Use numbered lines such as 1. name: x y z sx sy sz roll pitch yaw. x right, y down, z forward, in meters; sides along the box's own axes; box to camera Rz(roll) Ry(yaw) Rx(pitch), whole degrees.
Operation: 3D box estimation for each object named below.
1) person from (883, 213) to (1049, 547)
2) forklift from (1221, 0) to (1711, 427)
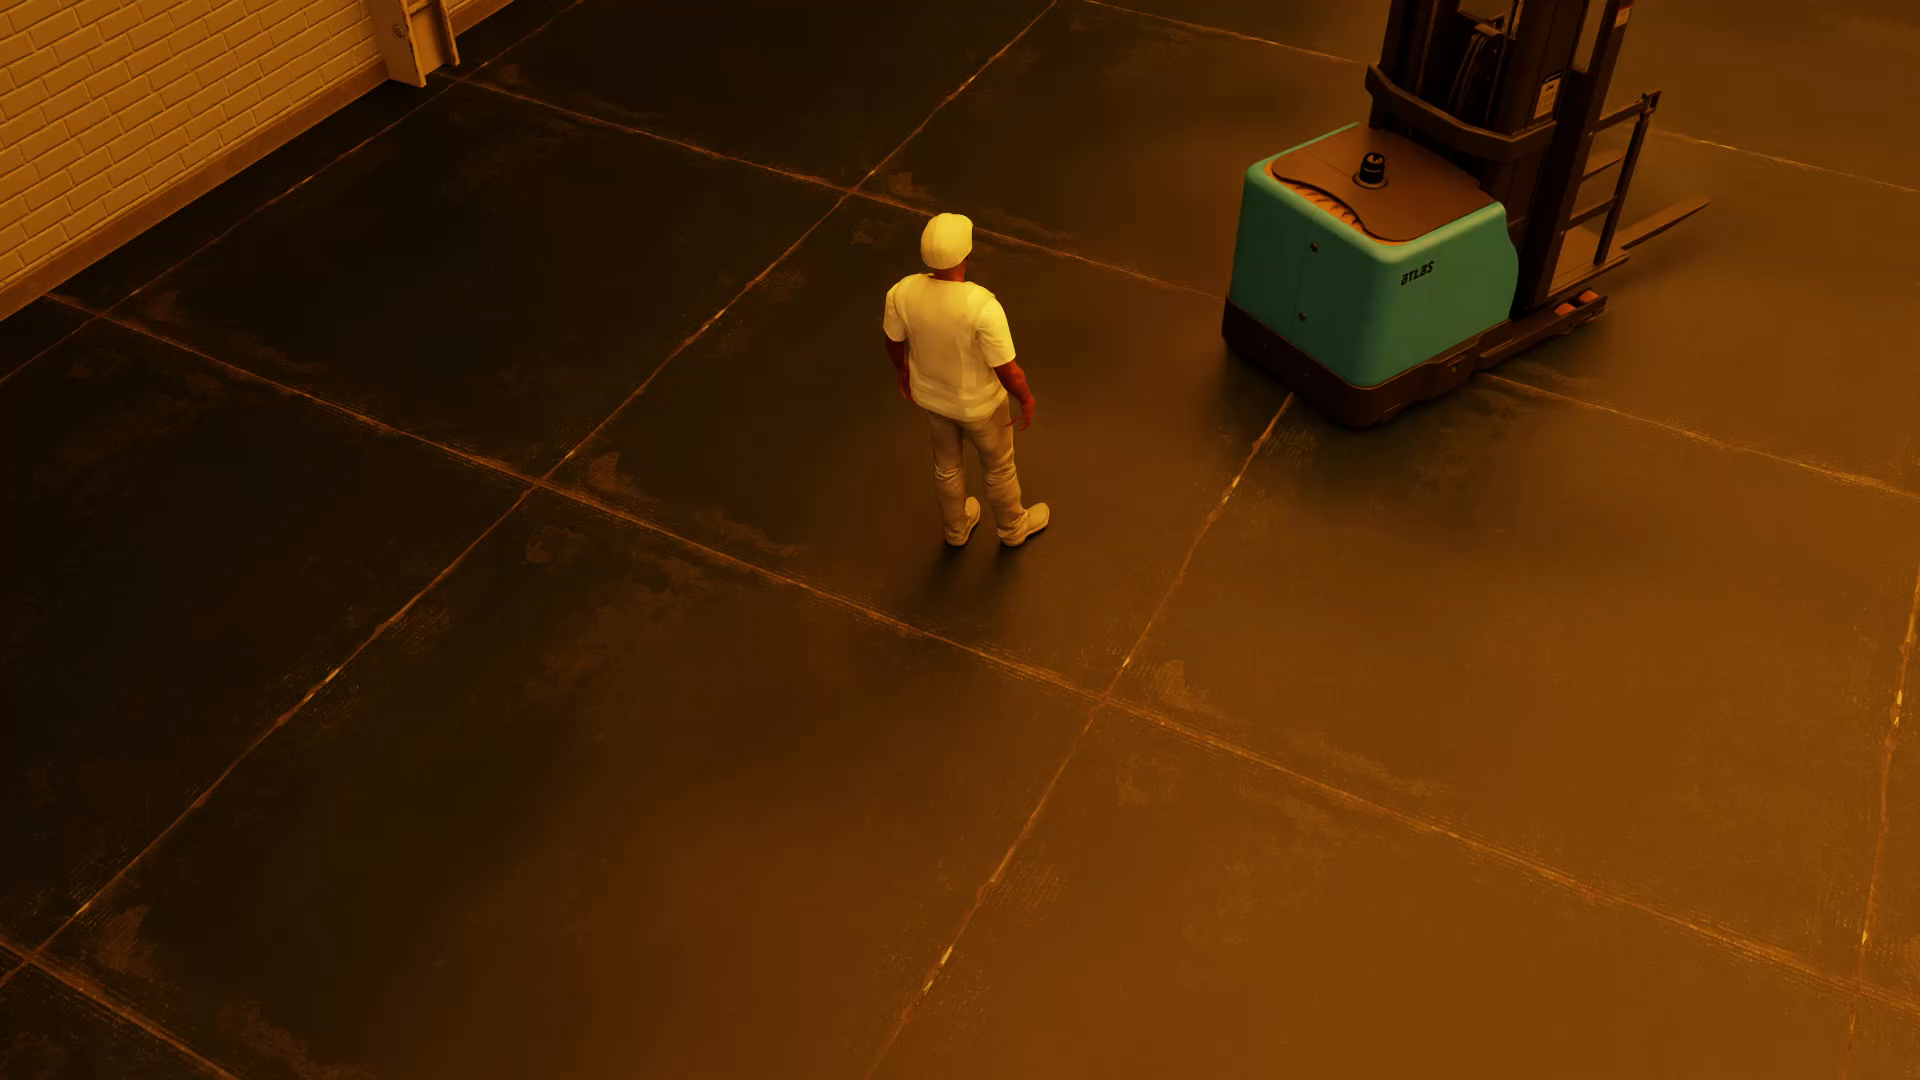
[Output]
1. person: 0.037 -0.689 7.224 0.666 1.768 0.575 20 47 20
2. forklift: 2.888 -2.444 8.248 3.031 2.935 1.130 -26 49 -25
